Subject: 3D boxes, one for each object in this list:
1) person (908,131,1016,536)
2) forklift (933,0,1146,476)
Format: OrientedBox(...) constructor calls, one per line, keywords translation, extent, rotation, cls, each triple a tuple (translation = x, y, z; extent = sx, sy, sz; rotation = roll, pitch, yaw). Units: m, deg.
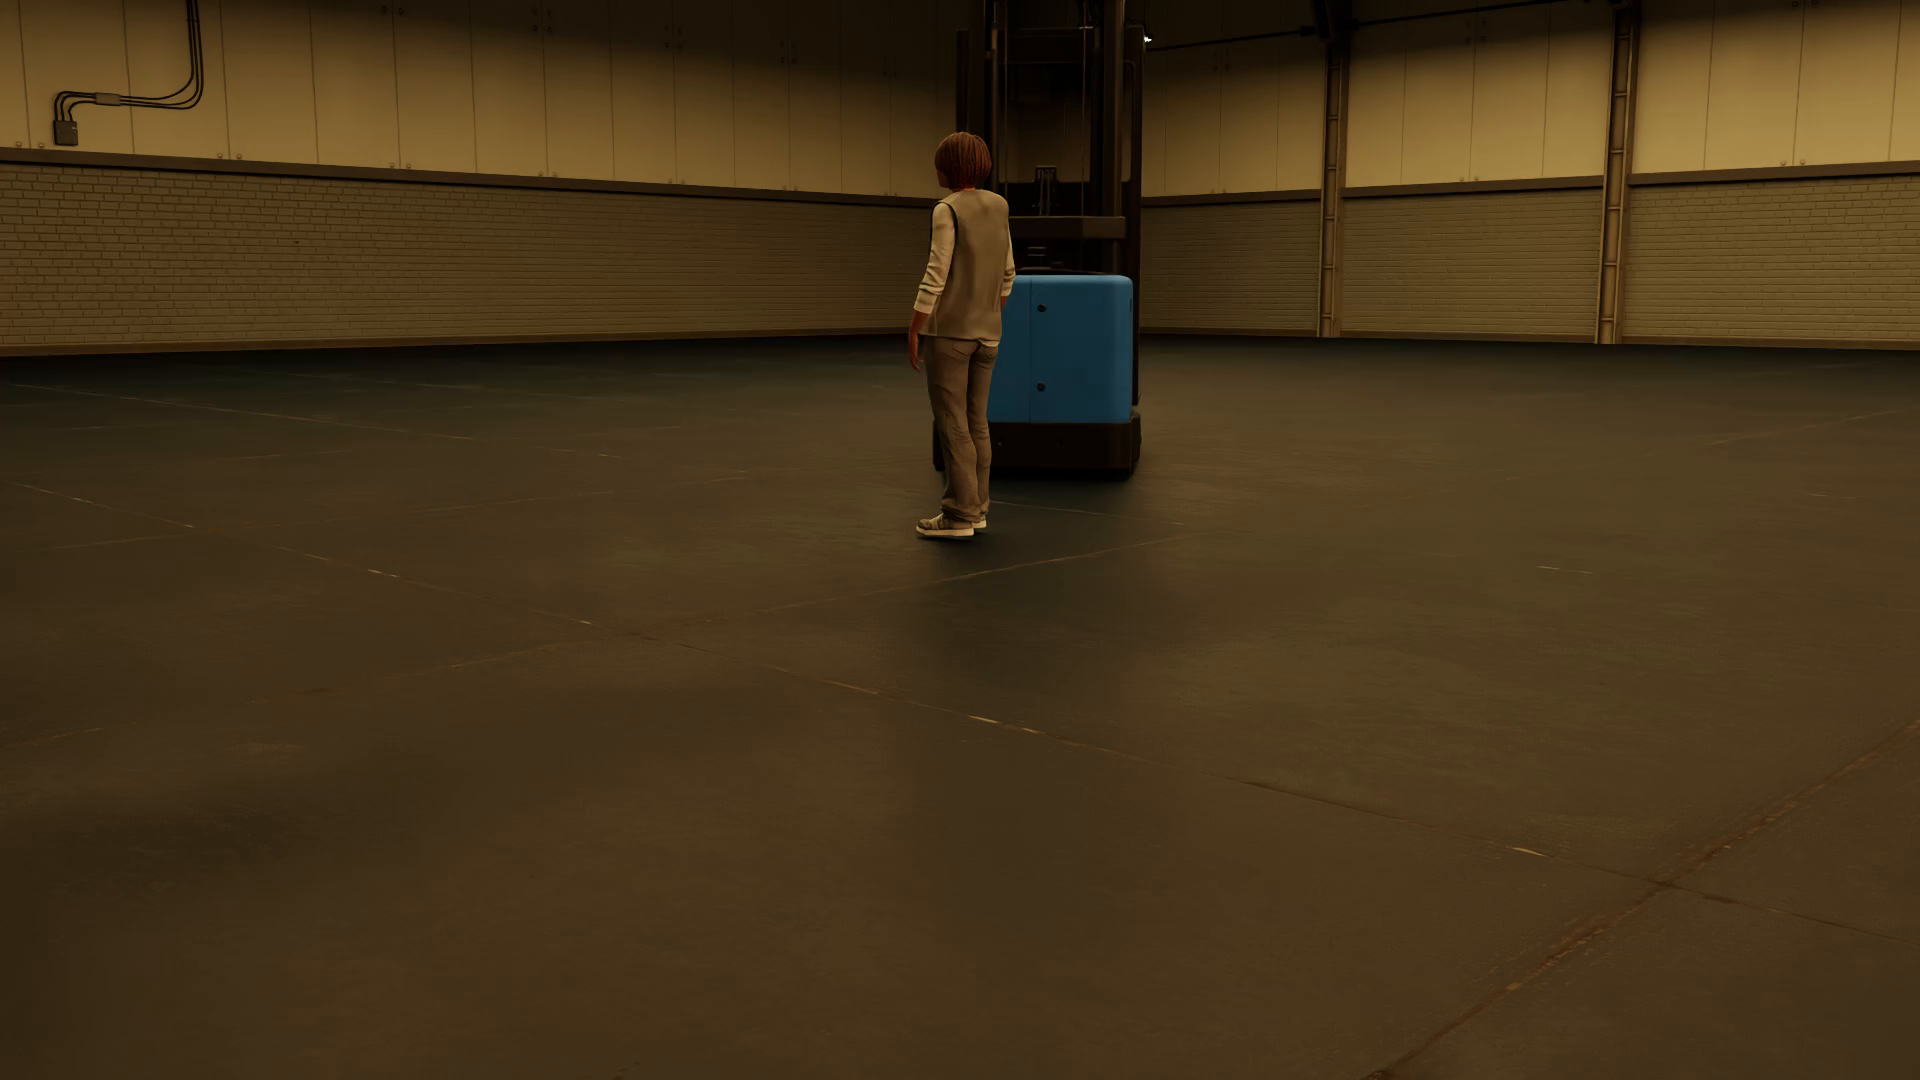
OrientedBox(translation=(-0.043, -0.806, 6.658), extent=(0.475, 1.597, 0.520), rotation=(8, 12, 43), cls="person")
OrientedBox(translation=(0.550, -1.980, 10.023), extent=(1.130, 2.935, 3.031), rotation=(1, 9, 7), cls="forklift")
